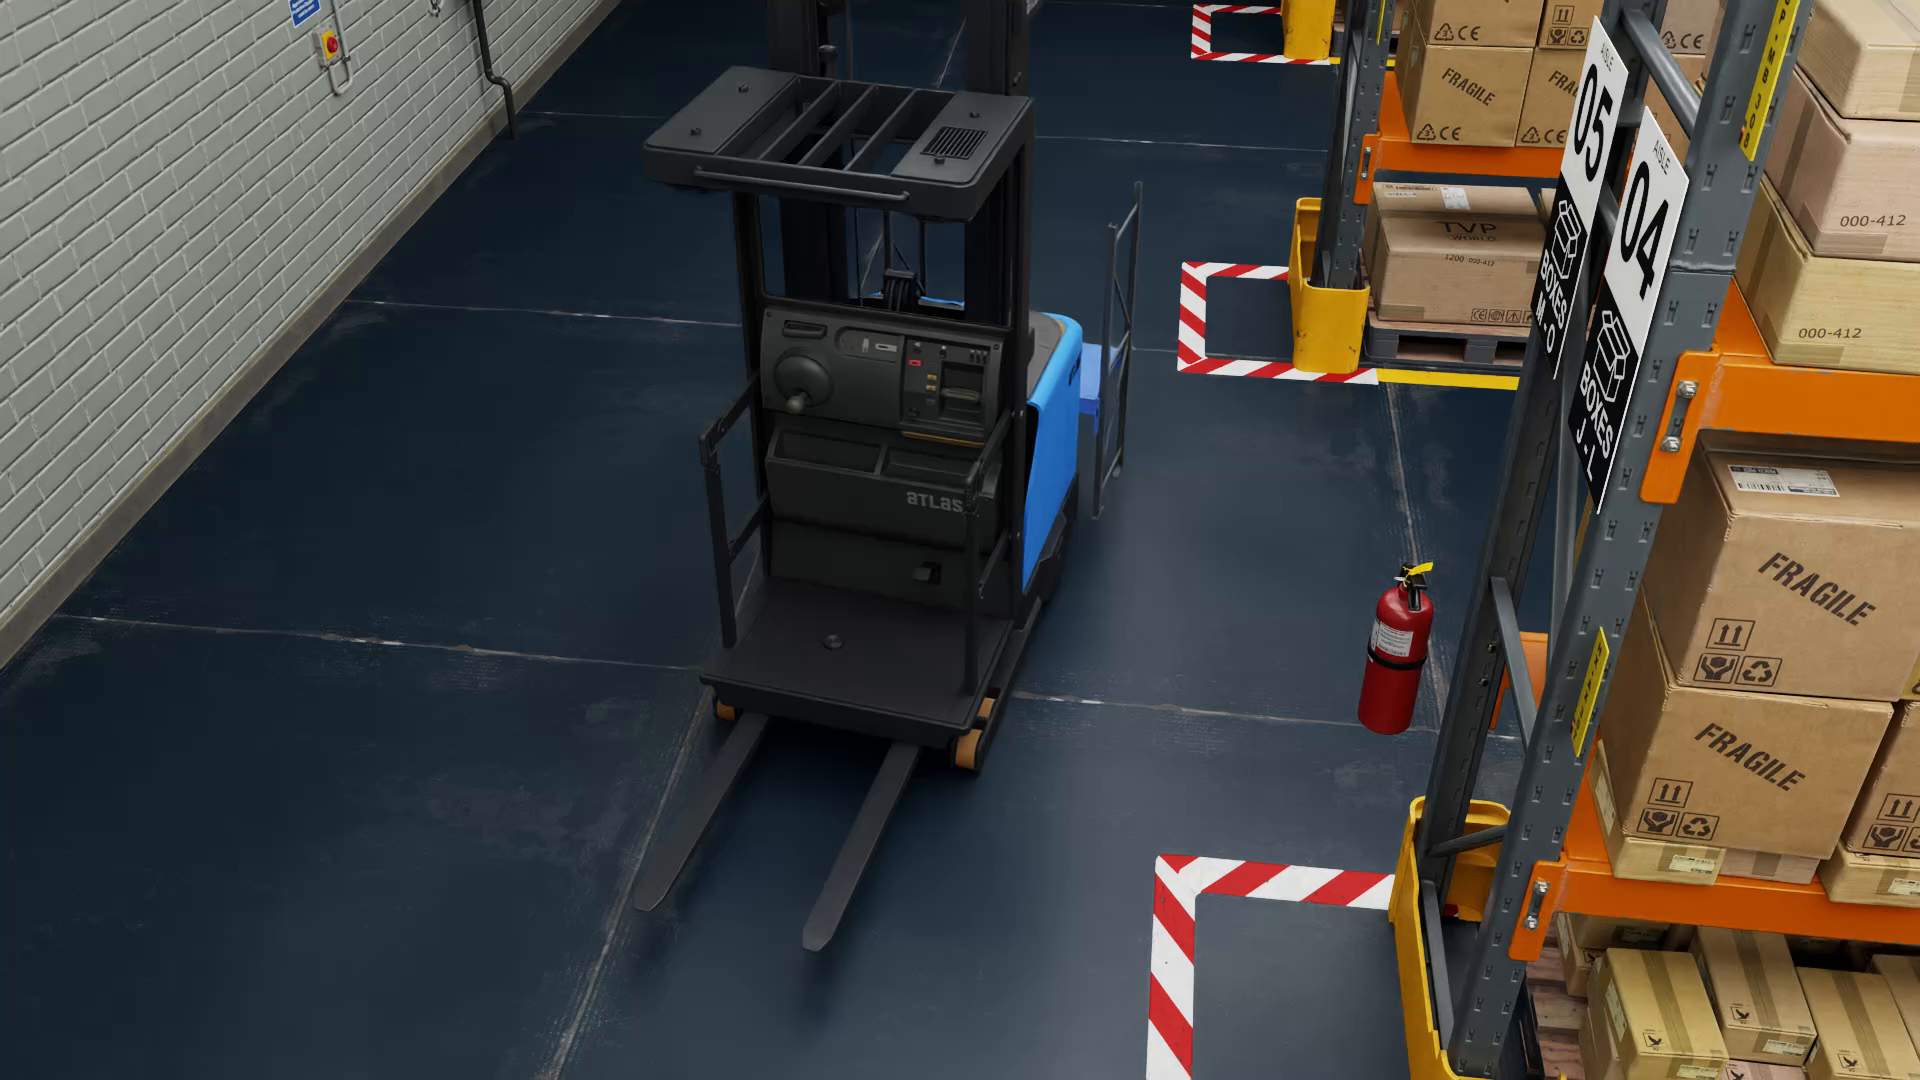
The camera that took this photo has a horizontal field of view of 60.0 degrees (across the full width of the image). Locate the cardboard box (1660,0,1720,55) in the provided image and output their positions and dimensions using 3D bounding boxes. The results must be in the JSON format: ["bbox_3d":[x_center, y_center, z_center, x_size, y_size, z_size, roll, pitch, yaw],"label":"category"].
[{"bbox_3d":[3.546,-2.641,7.922,0.500,0.500,0.500,4,36,6],"label":"cardboard box"}]

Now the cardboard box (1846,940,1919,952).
[{"bbox_3d":[2.872,1.092,5.218,0.250,0.149,0.380,3,36,4],"label":"cardboard box"}]

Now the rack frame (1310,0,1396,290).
[{"bbox_3d":[2.081,-2.461,8.616,0.127,3.000,1.000,4,36,6],"label":"rack frame"}]

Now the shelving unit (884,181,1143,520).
[{"bbox_3d":[0.238,-0.941,7.777,1.048,1.500,0.538,11,37,15],"label":"shelving unit"}]

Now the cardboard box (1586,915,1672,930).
[{"bbox_3d":[2.108,1.039,5.292,0.250,0.149,0.380,5,36,7],"label":"cardboard box"}]

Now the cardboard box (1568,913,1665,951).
[{"bbox_3d":[2.111,1.142,5.405,0.250,0.149,0.380,3,36,5],"label":"cardboard box"}]

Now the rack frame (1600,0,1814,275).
[{"bbox_3d":[1.551,-2.043,2.867,0.127,3.000,1.000,4,36,6],"label":"rack frame"}]

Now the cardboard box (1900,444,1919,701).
[{"bbox_3d":[2.464,0.050,3.895,0.500,0.500,0.500,5,36,7],"label":"cardboard box"}]

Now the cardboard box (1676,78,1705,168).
[{"bbox_3d":[2.036,-0.880,3.948,0.500,0.250,0.500,4,36,5],"label":"cardboard box"}]

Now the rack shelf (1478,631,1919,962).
[{"bbox_3d":[3.535,0.839,4.611,4.000,0.370,1.077,4,36,6],"label":"rack shelf"}]

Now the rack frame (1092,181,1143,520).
[{"bbox_3d":[0.720,-0.847,7.646,0.032,1.500,0.500,11,37,15],"label":"rack frame"}]

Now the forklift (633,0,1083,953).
[{"bbox_3d":[-0.357,-0.554,6.004,1.130,2.935,3.031,10,37,13],"label":"forklift"}]

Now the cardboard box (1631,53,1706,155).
[{"bbox_3d":[3.528,-2.231,8.208,0.500,0.500,0.500,4,36,6],"label":"cardboard box"}]

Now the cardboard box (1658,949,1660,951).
[{"bbox_3d":[2.368,1.268,5.484,0.250,0.149,0.380,5,36,7],"label":"cardboard box"}]

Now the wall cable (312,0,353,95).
[{"bbox_3d":[-3.514,-3.291,8.878,0.123,1.953,0.585,4,36,6],"label":"wall cable"}]

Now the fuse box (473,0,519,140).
[{"bbox_3d":[-3.102,-3.540,11.237,0.414,1.711,0.539,4,36,6],"label":"fuse box"}]

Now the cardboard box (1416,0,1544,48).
[{"bbox_3d":[2.521,-2.709,8.017,0.500,0.500,0.500,4,36,5],"label":"cardboard box"}]

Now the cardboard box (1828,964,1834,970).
[{"bbox_3d":[2.865,1.348,5.372,0.250,0.149,0.380,5,36,6],"label":"cardboard box"}]

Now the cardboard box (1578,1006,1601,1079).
[{"bbox_3d":[2.030,1.611,5.003,0.250,0.149,0.380,5,36,7],"label":"cardboard box"}]

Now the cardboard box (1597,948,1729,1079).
[{"bbox_3d":[2.027,1.381,4.814,0.250,0.149,0.380,3,36,4],"label":"cardboard box"}]

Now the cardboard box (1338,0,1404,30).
[{"bbox_3d":[3.304,-4.376,13.087,0.637,0.503,0.797,3,36,4],"label":"cardboard box"}]

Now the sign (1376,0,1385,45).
[{"bbox_3d":[2.005,-2.526,7.894,0.005,0.325,0.100,4,36,6],"label":"sign"}]

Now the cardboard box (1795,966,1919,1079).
[{"bbox_3d":[2.550,1.424,4.753,0.250,0.149,0.380,4,36,6],"label":"cardboard box"}]

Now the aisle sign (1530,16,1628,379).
[{"bbox_3d":[1.517,-0.838,4.104,0.004,0.787,0.394,4,36,6],"label":"aisle sign"}]

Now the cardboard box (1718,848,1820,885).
[{"bbox_3d":[2.088,0.709,4.391,0.250,0.149,0.380,5,36,8],"label":"cardboard box"}]

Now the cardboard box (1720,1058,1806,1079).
[{"bbox_3d":[2.302,1.507,4.894,0.250,0.149,0.380,4,36,6],"label":"cardboard box"}]

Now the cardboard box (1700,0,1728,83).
[{"bbox_3d":[2.040,-1.077,3.794,0.500,0.250,0.500,3,36,4],"label":"cardboard box"}]

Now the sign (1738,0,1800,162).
[{"bbox_3d":[1.482,-0.865,3.046,0.005,0.325,0.100,4,36,6],"label":"sign"}]

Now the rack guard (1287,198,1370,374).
[{"bbox_3d":[2.057,-1.445,9.345,0.348,0.500,1.175,4,36,6],"label":"rack guard"}]

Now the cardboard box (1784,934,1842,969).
[{"bbox_3d":[2.627,1.179,5.352,0.250,0.149,0.380,3,36,4],"label":"cardboard box"}]

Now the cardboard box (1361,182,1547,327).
[{"bbox_3d":[2.749,-1.598,9.251,0.875,0.438,0.875,3,36,4],"label":"cardboard box"}]

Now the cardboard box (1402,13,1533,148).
[{"bbox_3d":[2.521,-2.301,8.305,0.500,0.500,0.500,4,36,6],"label":"cardboard box"}]

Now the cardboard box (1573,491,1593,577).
[{"bbox_3d":[2.030,0.122,4.655,0.500,0.500,0.500,5,36,7],"label":"cardboard box"}]

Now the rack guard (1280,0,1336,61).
[{"bbox_3d":[2.785,-4.298,13.342,0.348,0.500,1.175,4,36,6],"label":"rack guard"}]

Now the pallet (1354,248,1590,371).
[{"bbox_3d":[2.884,-1.312,9.406,1.213,0.211,1.003,4,36,6],"label":"pallet"}]

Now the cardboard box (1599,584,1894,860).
[{"bbox_3d":[1.961,0.429,4.224,0.500,0.500,0.500,6,36,8],"label":"cardboard box"}]
